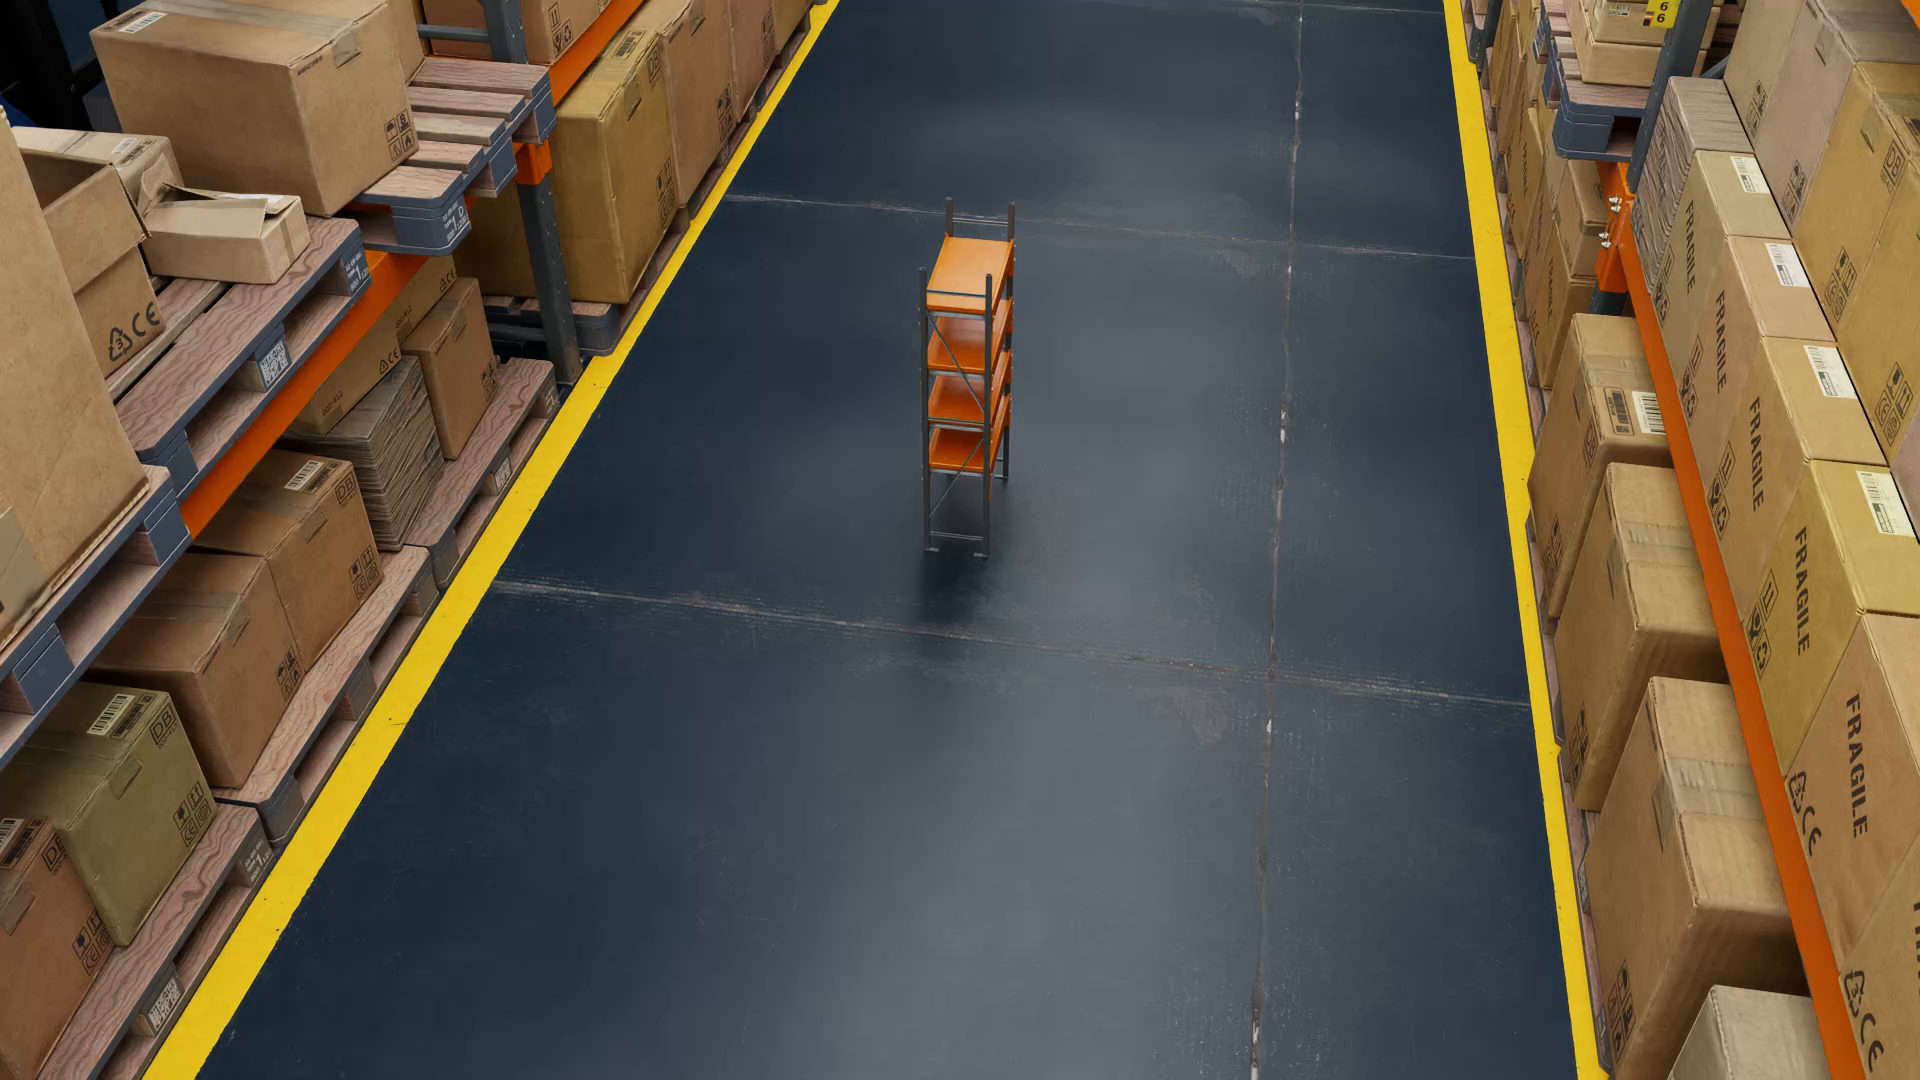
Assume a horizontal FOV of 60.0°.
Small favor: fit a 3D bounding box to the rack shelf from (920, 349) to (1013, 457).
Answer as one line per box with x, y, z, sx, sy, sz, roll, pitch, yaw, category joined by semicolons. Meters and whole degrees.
0.029;-0.514;6.036;0.258;0.148;0.480;6;40;8;rack shelf

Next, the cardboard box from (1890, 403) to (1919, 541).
2.314;-0.149;3.213;0.700;0.500;0.500;7;40;8;cardboard box

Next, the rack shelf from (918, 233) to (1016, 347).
0.029;-0.869;5.743;0.258;0.148;0.480;6;40;8;rack shelf

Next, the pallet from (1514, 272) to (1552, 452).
2.888;-0.698;6.929;1.003;0.211;1.213;6;40;8;pallet

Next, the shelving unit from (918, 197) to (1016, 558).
0.029;-0.566;5.993;0.258;1.200;0.503;6;40;8;shelving unit

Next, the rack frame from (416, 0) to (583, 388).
-2.116;-1.893;6.186;1.000;3.000;0.127;6;40;8;rack frame

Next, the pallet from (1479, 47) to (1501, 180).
3.310;-2.230;8.781;1.003;0.211;1.213;6;40;8;pallet

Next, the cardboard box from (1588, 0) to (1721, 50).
2.388;-1.823;5.735;0.380;0.149;0.250;7;40;9;cardboard box

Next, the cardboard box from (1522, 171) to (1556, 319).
2.701;-1.249;7.038;0.500;0.500;0.500;8;40;9;cardboard box

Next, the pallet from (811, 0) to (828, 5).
-1.215;-3.797;10.677;1.003;0.211;1.213;6;40;8;pallet

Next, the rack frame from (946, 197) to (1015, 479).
0.071;-0.719;6.179;0.240;1.200;0.015;6;40;8;rack frame

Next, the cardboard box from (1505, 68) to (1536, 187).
2.887;-1.895;7.820;0.500;0.500;0.500;7;40;8;cardboard box

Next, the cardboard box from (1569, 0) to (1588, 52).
2.429;-1.864;6.018;0.380;0.149;0.250;6;40;8;cardboard box

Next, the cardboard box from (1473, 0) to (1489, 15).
3.176;-3.140;9.602;0.380;0.149;0.250;7;40;8;cardboard box

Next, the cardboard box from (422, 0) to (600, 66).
-1.764;-2.207;6.487;0.500;0.500;0.500;8;40;9;cardboard box

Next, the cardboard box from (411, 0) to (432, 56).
-2.275;-2.269;6.562;0.500;0.500;0.500;8;40;9;cardboard box

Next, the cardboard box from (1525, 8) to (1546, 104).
2.873;-2.192;7.591;0.500;0.250;0.500;8;40;9;cardboard box

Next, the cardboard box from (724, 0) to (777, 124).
-1.669;-2.782;8.598;1.225;0.875;0.875;5;40;6;cardboard box

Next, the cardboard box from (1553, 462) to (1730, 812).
2.409;0.344;4.916;1.050;0.750;0.750;7;40;8;cardboard box

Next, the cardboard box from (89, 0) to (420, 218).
-2.168;-1.389;5.168;0.700;0.500;0.500;12;41;14;cardboard box

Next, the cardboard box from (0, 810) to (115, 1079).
-2.681;1.028;4.269;0.700;0.500;0.500;4;40;4;cardboard box

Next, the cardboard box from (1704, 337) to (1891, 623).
2.146;-0.121;3.964;0.500;0.500;0.500;6;40;7;cardboard box

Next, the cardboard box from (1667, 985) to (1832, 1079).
2.078;1.533;3.478;1.050;0.750;0.750;6;40;7;cardboard box

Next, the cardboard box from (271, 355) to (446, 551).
-2.296;-0.327;5.908;0.700;0.500;0.500;3;40;4;cardboard box

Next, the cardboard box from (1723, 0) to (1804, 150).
2.664;-1.426;4.758;0.700;0.500;0.500;6;40;7;cardboard box

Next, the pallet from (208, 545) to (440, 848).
-2.466;0.435;5.558;1.003;0.211;1.213;6;40;8;pallet

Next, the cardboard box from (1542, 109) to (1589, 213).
2.688;-1.547;6.810;0.500;0.250;0.500;7;40;8;cardboard box

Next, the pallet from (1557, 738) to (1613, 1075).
2.327;1.042;4.824;1.003;0.211;1.213;6;40;8;pallet

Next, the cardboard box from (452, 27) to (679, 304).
-1.976;-1.667;7.250;1.225;0.875;0.875;5;40;6;cardboard box

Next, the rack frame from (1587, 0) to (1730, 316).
2.751;-1.283;5.448;1.000;3.000;0.127;6;40;8;rack frame

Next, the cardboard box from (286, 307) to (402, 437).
-2.284;-0.631;5.687;0.500;0.250;0.500;11;41;13;cardboard box

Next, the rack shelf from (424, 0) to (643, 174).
-1.770;-2.871;7.933;1.077;0.370;4.000;6;40;8;rack shelf

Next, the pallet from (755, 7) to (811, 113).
-1.483;-2.836;9.515;1.003;0.211;1.213;6;40;8;pallet

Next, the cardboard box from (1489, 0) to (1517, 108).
3.054;-2.557;8.621;0.500;0.500;0.500;8;40;9;cardboard box

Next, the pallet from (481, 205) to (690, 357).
-1.906;-1.305;7.663;1.003;0.211;1.213;6;40;8;pallet

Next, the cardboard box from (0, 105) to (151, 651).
-2.533;-0.259;3.409;1.000;1.000;1.000;7;40;8;cardboard box

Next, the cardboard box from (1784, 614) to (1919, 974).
1.974;0.515;3.195;0.500;0.500;0.500;6;40;7;cardboard box

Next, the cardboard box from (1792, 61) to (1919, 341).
2.491;-0.786;3.984;0.700;0.500;0.500;6;40;7;cardboard box

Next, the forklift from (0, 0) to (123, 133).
-4.521;-2.794;7.329;1.130;2.935;3.031;5;40;6;forklift

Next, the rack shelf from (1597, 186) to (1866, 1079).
2.405;0.250;4.159;1.077;0.370;4.000;6;40;8;rack shelf

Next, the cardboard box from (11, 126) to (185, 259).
-2.633;-0.971;4.858;0.500;0.250;0.500;5;40;6;cardboard box

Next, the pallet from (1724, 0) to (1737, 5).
3.054;-2.456;7.017;1.003;0.211;1.213;6;40;8;pallet

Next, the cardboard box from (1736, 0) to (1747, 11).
3.166;-2.114;6.320;0.380;0.149;0.250;8;40;10;cardboard box

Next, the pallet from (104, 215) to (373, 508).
-2.419;-0.572;4.739;1.003;0.211;1.213;6;40;8;pallet

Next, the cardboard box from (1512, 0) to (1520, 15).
3.055;-2.846;8.382;0.500;0.250;0.500;5;40;6;cardboard box

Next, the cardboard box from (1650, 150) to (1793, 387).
2.323;-0.750;4.725;0.500;0.500;0.500;6;40;7;cardboard box

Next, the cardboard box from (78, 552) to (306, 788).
-2.484;0.380;5.053;0.700;0.500;0.500;3;40;4;cardboard box
